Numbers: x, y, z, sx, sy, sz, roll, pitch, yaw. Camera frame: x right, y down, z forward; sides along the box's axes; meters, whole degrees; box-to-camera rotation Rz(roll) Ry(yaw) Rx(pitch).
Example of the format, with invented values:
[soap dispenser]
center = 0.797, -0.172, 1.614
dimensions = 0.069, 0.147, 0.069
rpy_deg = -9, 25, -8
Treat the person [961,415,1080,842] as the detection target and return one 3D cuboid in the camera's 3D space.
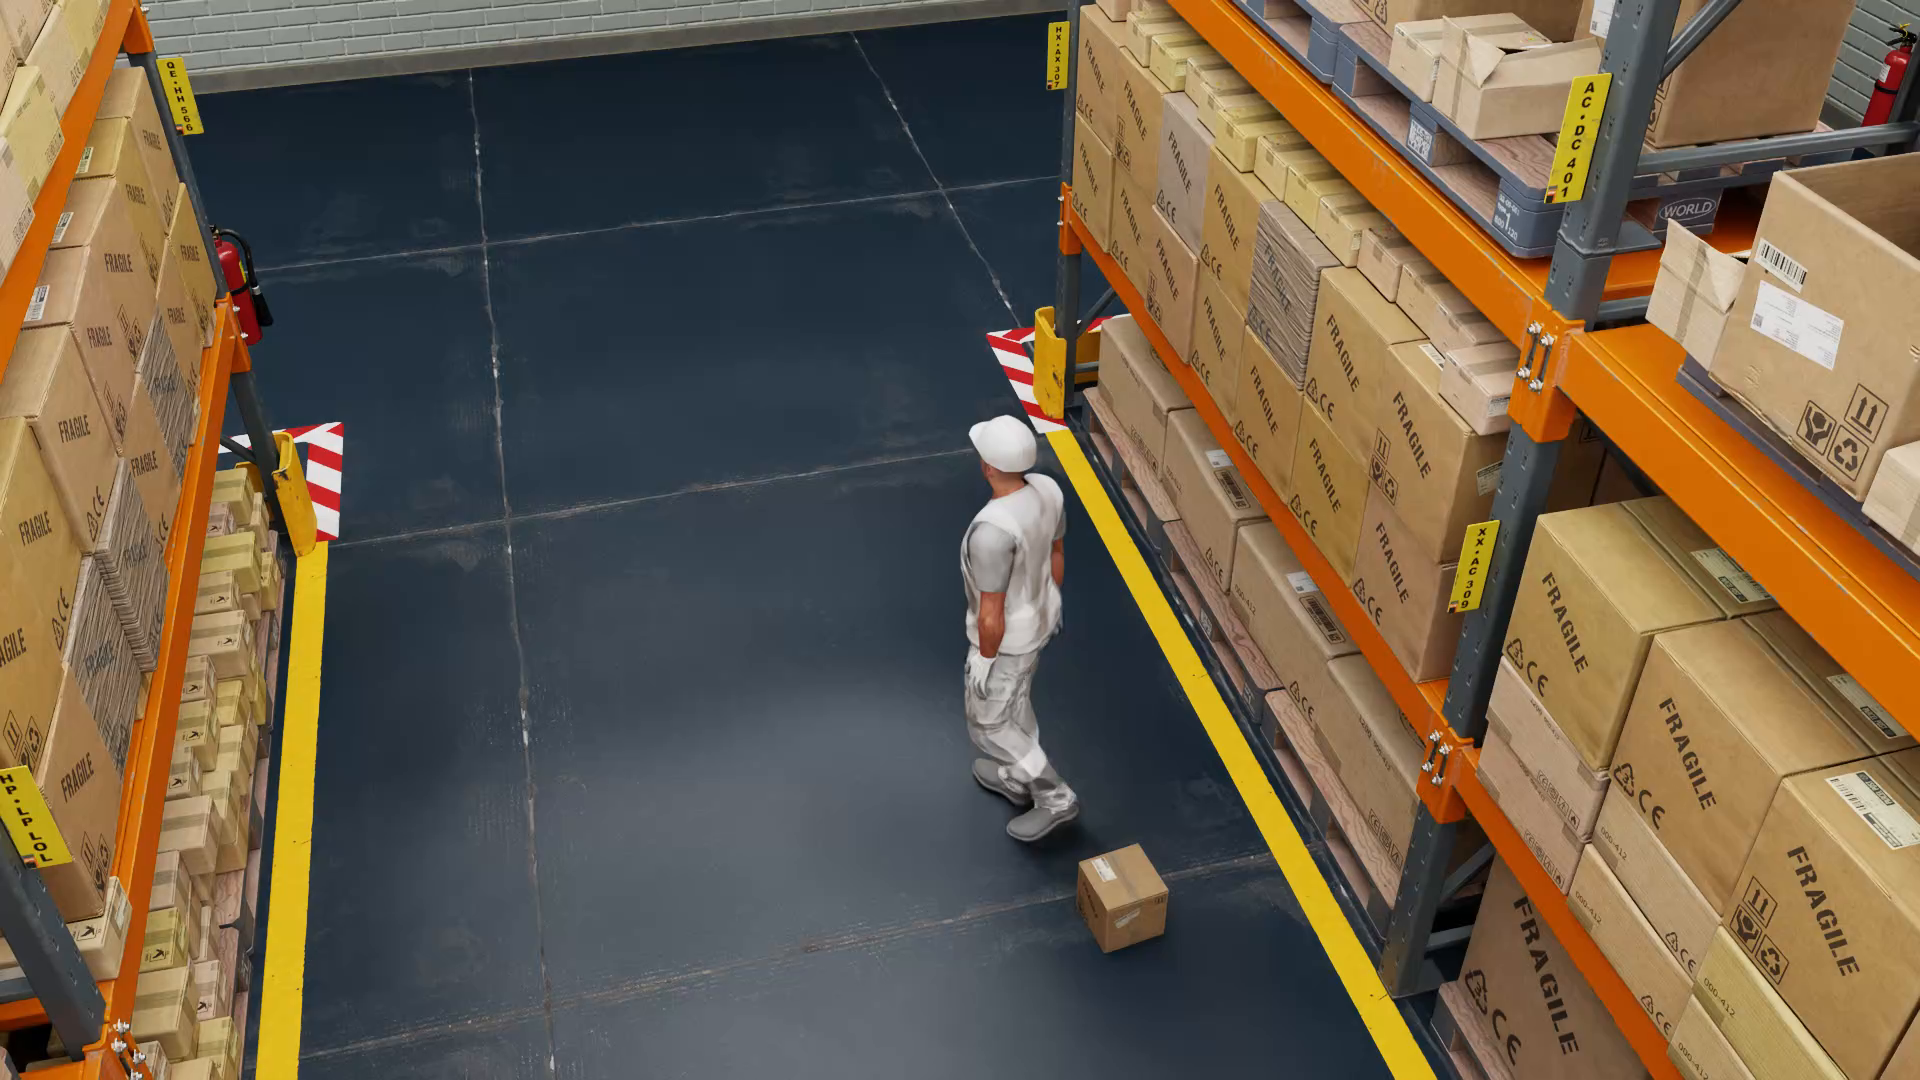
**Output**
[person]
center = 0.254, 0.358, 6.237
dimensions = 0.583, 1.780, 0.586
rpy_deg = 19, 42, 22
